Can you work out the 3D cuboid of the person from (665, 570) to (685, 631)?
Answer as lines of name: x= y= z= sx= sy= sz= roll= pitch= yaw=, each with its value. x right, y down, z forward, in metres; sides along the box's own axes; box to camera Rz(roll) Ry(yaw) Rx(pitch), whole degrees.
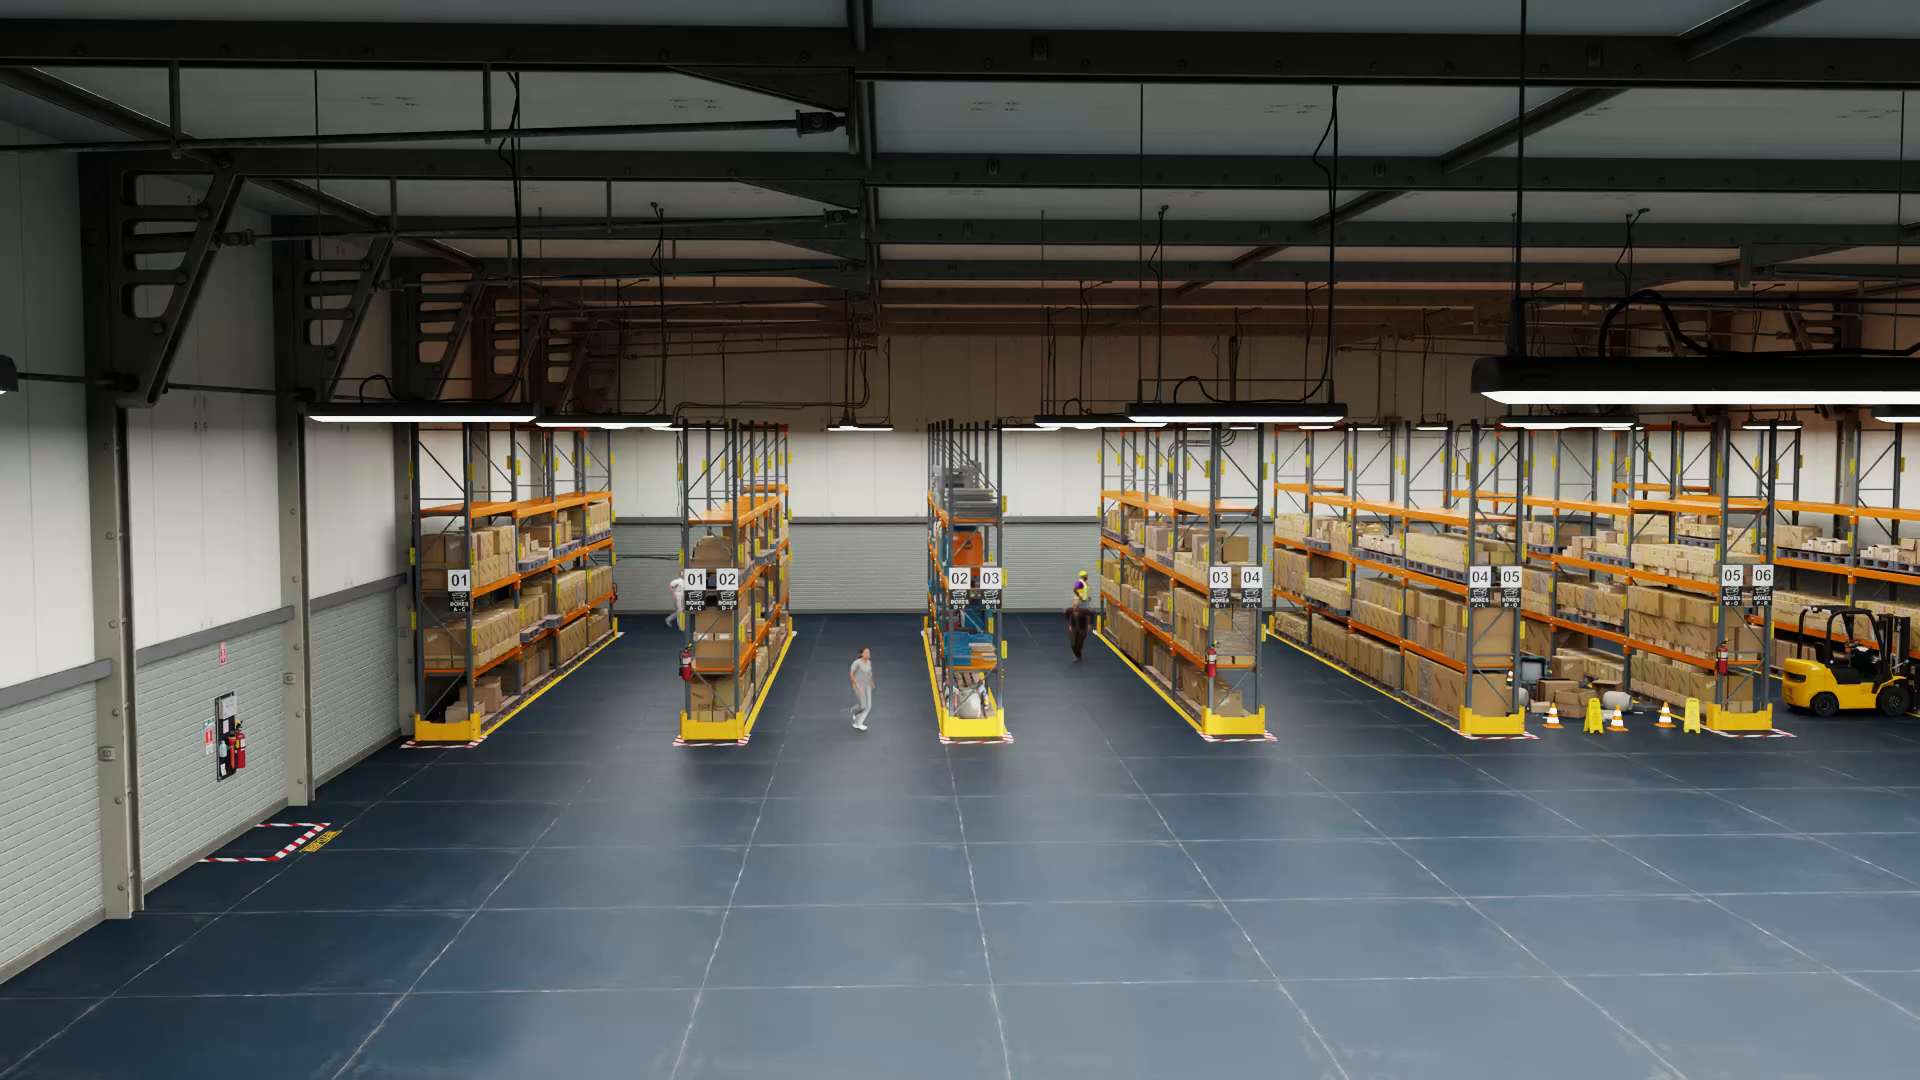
person: x=-8.200 y=1.741 z=48.652 sx=0.886 sy=1.742 sz=0.724 roll=2 pitch=4 yaw=25

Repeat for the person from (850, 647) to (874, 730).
person: x=-1.939 y=2.859 z=32.298 sx=0.561 sy=1.609 sz=0.557 roll=-3 pitch=5 yaw=-39

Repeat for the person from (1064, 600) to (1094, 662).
person: x=2.990 y=2.272 z=41.615 sx=0.738 sy=1.593 sz=0.886 roll=1 pitch=4 yaw=12

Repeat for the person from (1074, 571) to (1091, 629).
person: x=3.570 y=1.757 z=48.797 sx=0.536 sy=1.698 sz=0.760 roll=1 pitch=4 yaw=13
